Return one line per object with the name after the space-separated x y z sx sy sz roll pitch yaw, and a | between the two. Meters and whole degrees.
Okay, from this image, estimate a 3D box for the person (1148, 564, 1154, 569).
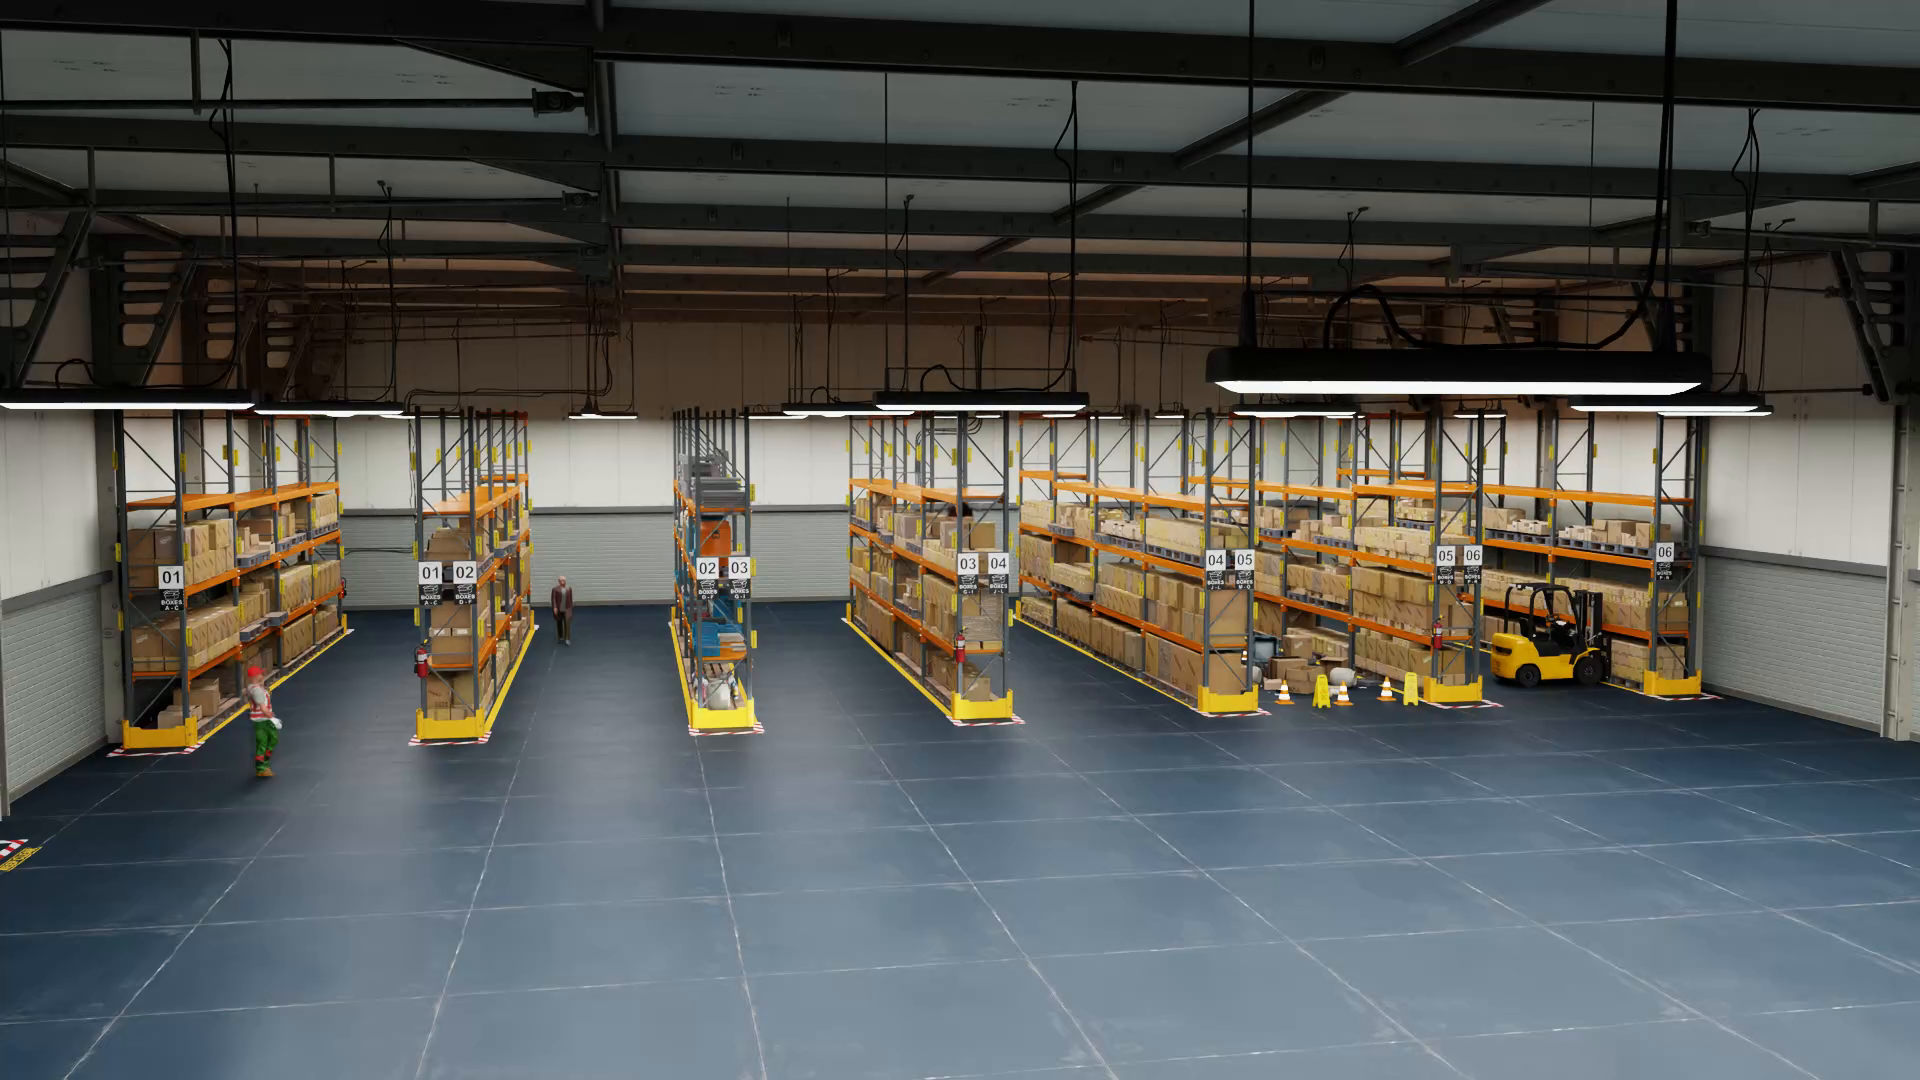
5.488 1.510 48.246 0.374 1.602 0.484 -2 5 -27 | person

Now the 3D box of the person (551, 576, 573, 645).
-10.232 1.796 42.750 0.546 1.728 1.047 -1 4 -13 | person

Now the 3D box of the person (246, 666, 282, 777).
-11.227 2.930 26.892 0.620 1.808 0.625 0 4 -7 | person

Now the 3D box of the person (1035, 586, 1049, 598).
2.561 1.204 51.006 0.579 1.757 0.746 4 5 42 | person
